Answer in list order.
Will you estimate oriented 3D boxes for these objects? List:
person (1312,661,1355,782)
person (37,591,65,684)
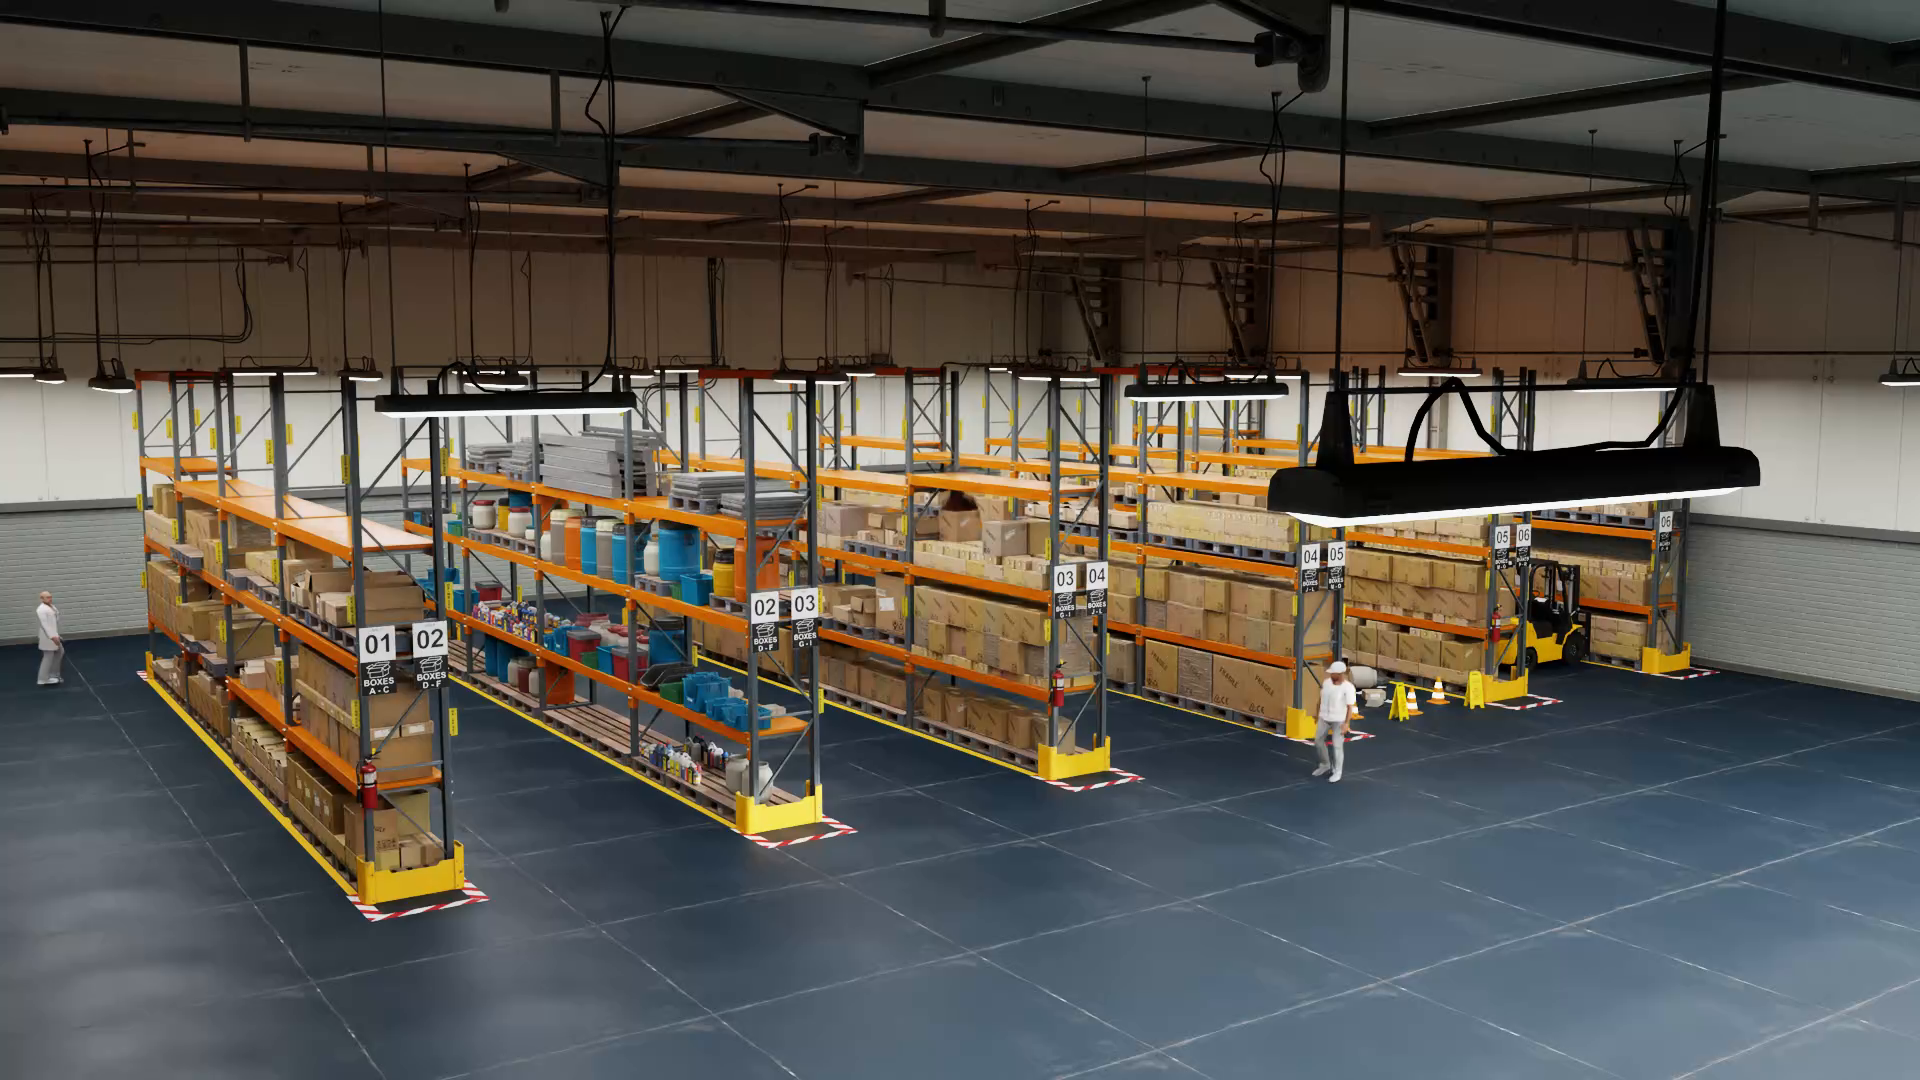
[{"bbox_3d":[5.506,2.685,24.669,0.656,1.799,0.473,5,8,40],"label":"person"},{"bbox_3d":[-17.370,1.888,31.722,0.537,1.839,0.610,-5,8,-40],"label":"person"}]
